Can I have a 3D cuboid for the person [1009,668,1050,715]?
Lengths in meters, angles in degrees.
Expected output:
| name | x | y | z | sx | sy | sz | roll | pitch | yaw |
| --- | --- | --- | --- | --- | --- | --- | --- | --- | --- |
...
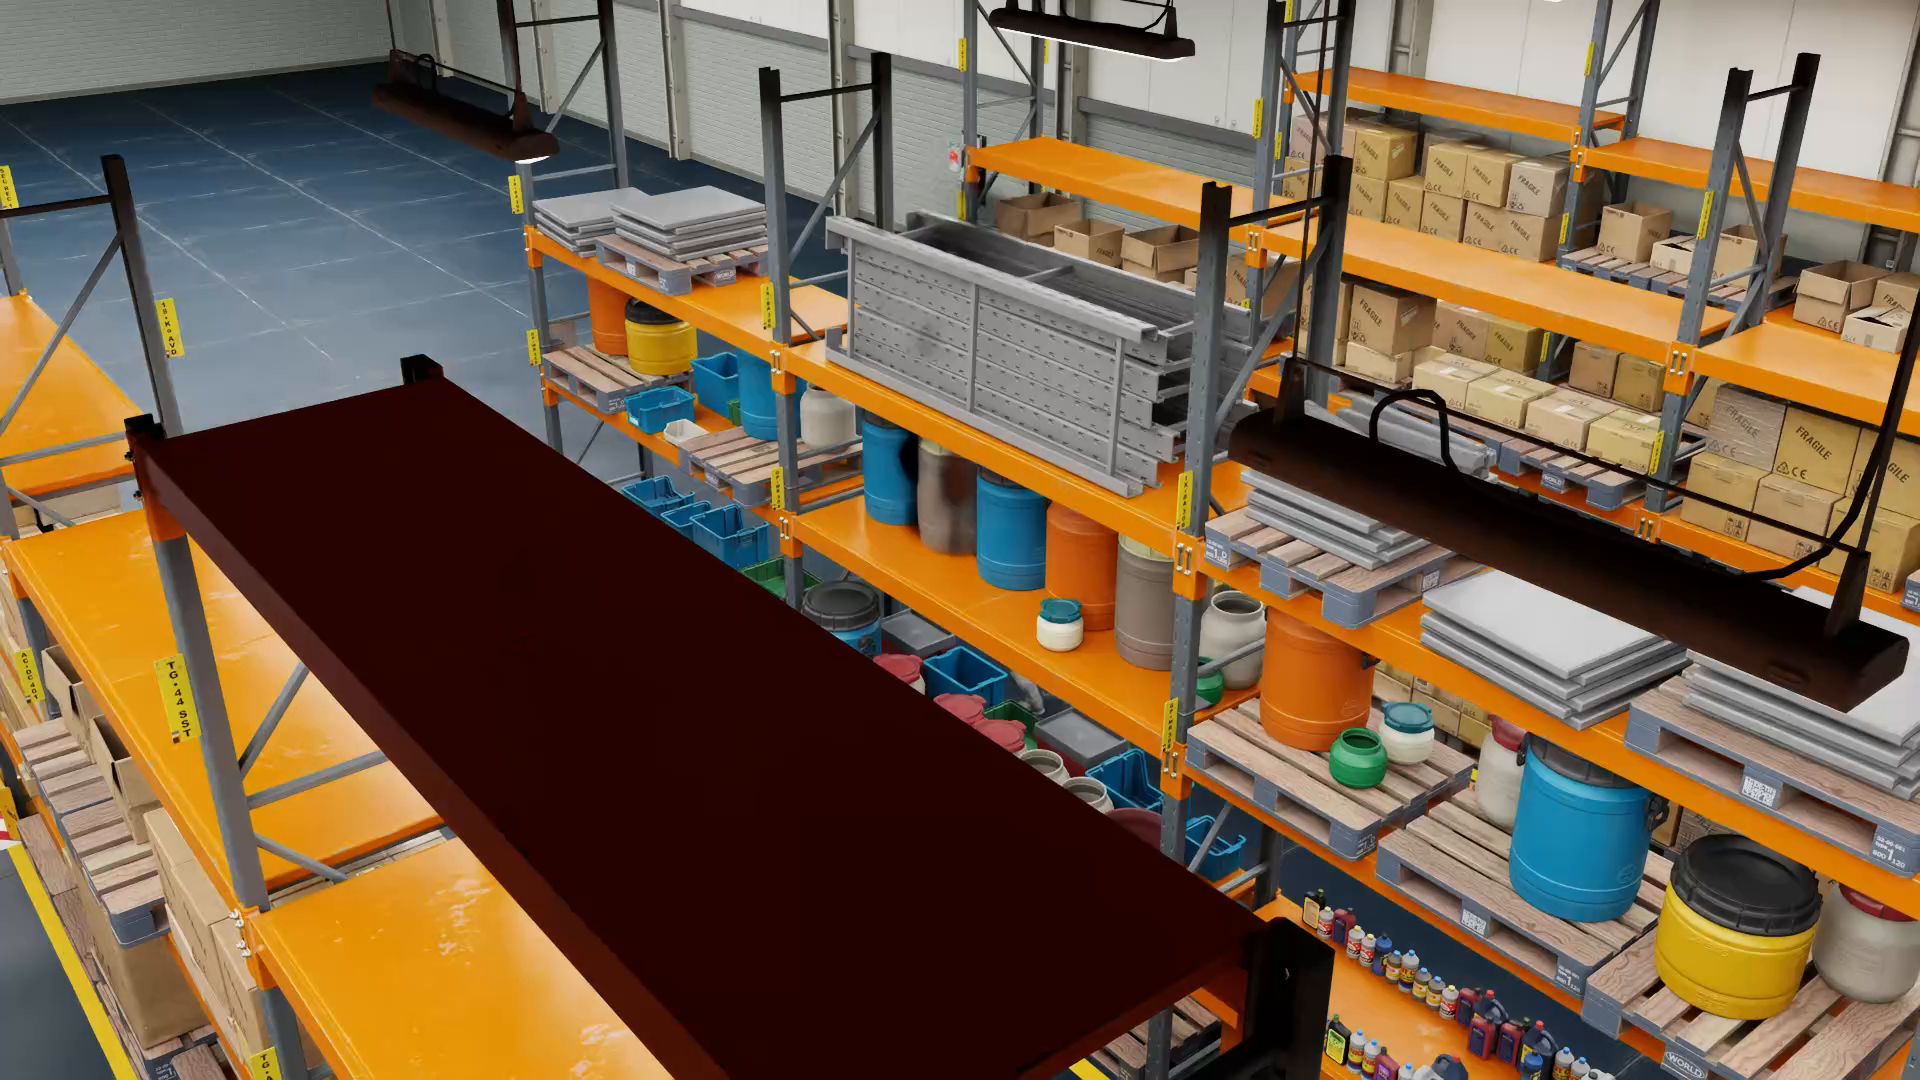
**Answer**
| name | x | y | z | sx | sy | sz | roll | pitch | yaw |
| --- | --- | --- | --- | --- | --- | --- | --- | --- | --- |
| person | 0.583 | 0.780 | 14.803 | 0.539 | 1.628 | 0.601 | 19 | 32 | 34 |
